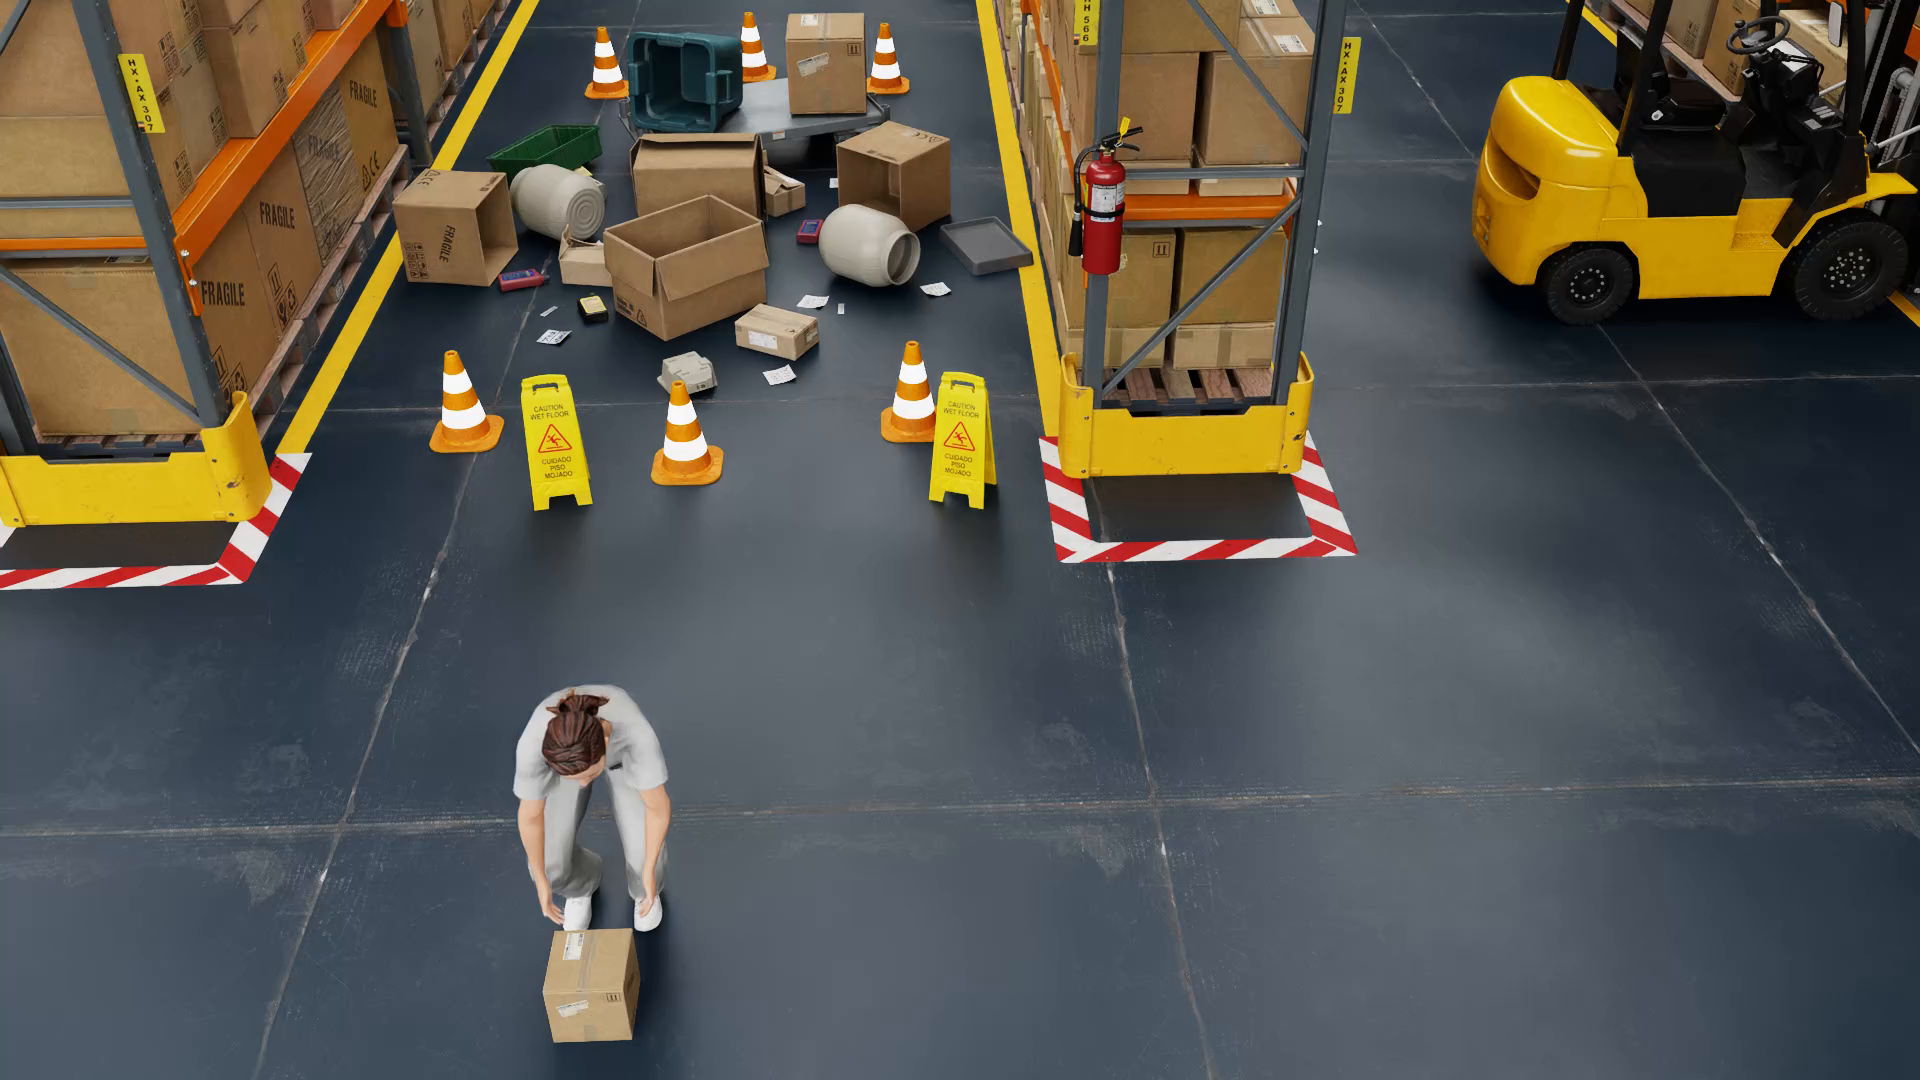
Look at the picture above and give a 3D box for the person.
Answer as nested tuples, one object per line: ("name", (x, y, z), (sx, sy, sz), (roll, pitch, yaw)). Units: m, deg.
("person", (-1.167, 0.841, 5.412), (0.494, 1.159, 0.741), (-2, 35, -2))
